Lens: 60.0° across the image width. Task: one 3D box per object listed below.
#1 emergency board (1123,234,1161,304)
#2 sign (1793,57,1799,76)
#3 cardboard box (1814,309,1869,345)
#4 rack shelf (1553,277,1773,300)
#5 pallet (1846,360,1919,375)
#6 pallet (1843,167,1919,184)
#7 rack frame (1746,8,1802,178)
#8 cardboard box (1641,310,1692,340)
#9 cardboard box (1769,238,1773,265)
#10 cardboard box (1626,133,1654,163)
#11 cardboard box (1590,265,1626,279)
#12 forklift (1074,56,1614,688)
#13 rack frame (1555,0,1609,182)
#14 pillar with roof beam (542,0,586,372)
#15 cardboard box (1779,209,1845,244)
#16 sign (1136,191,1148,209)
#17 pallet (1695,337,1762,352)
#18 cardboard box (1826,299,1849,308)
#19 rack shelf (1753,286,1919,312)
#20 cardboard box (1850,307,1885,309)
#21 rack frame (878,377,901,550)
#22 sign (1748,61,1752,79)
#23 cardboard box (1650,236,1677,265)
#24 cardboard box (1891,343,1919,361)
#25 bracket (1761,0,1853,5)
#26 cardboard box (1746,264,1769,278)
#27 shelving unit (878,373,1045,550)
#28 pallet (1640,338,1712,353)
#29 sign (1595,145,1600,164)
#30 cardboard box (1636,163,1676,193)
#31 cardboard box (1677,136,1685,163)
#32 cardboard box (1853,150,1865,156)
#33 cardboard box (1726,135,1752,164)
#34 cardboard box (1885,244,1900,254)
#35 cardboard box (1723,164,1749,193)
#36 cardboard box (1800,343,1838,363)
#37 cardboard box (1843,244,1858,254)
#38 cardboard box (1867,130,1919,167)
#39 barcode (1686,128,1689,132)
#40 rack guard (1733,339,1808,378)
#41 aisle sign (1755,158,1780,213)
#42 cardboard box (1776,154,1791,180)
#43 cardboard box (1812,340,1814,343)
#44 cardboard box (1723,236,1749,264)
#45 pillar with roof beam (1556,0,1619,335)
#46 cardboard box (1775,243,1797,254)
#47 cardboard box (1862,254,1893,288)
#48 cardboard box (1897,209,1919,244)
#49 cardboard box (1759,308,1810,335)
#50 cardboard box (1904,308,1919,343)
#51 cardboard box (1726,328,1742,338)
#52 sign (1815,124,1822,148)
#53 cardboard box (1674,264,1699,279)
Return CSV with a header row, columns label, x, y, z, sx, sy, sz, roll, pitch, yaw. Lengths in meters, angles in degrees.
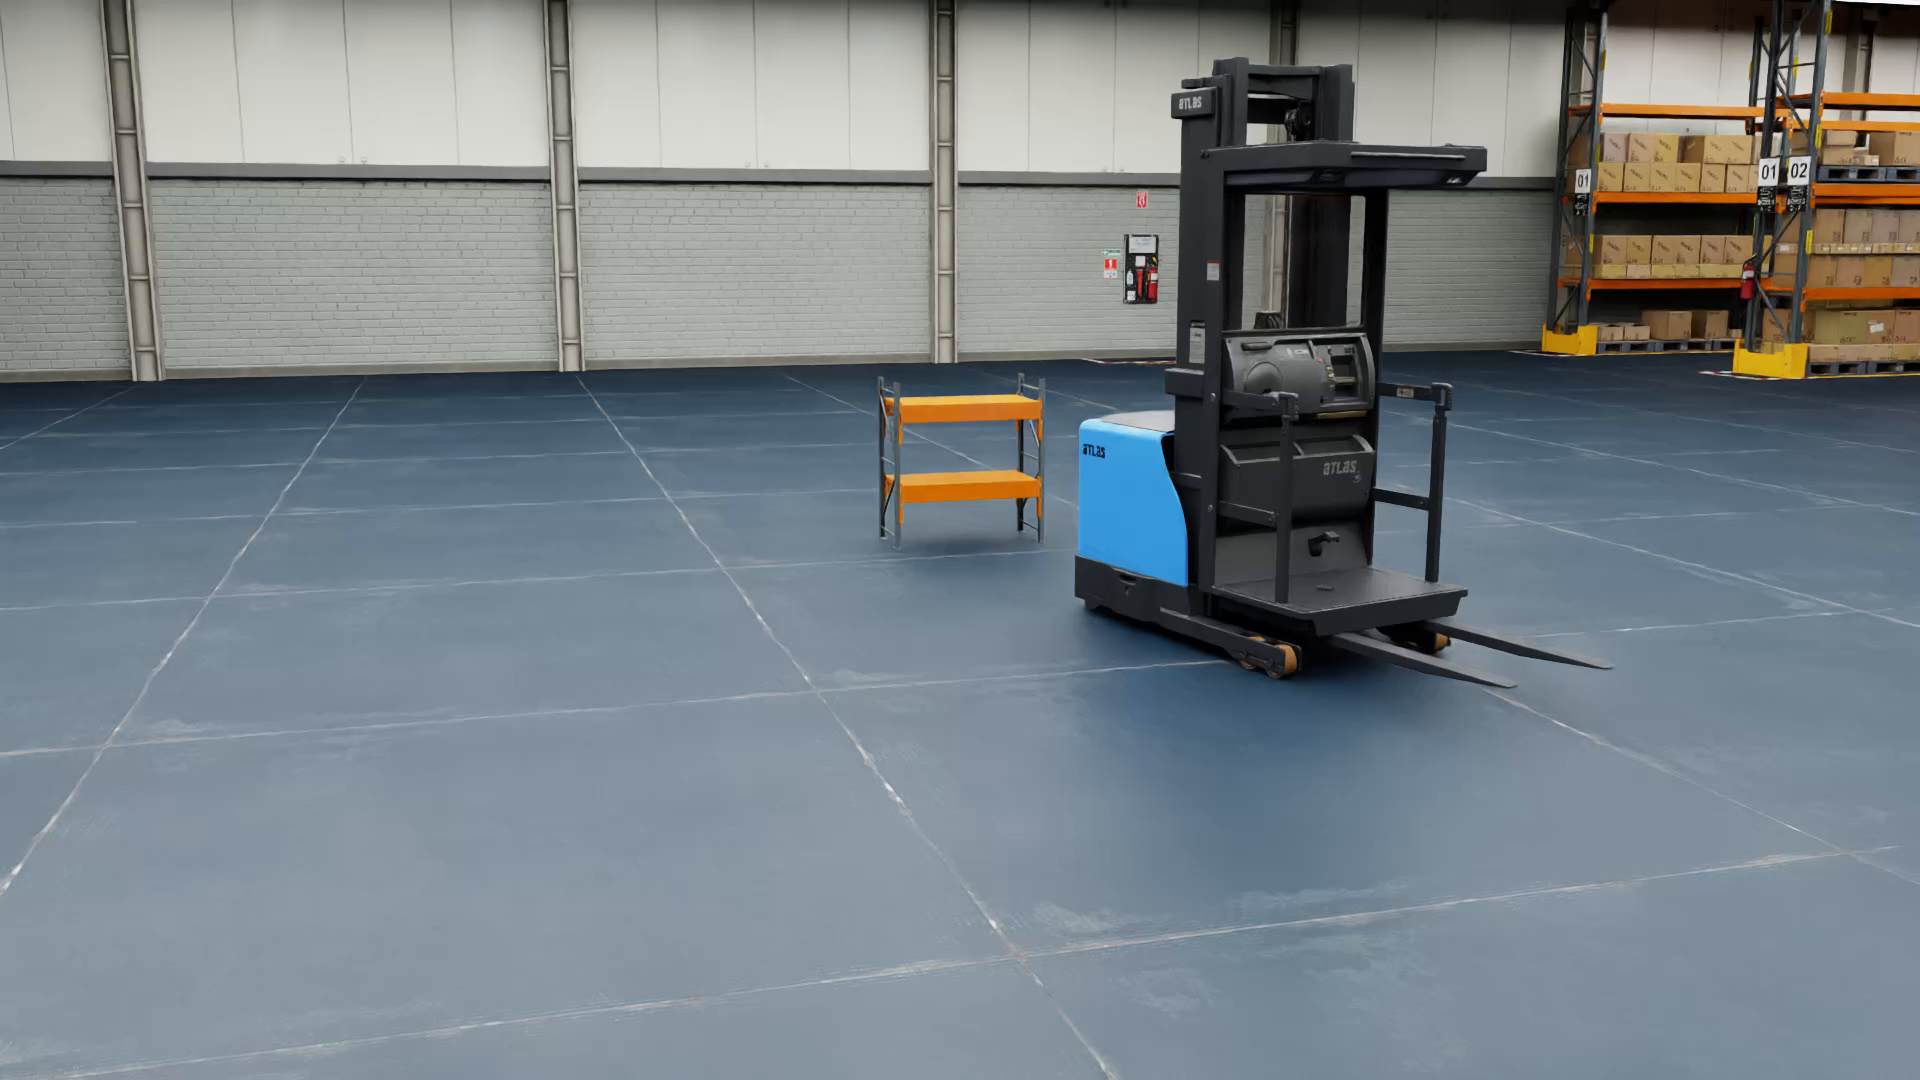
label,x,y,z,sx,sy,sz,roll,pitch,yaw
emergency board,3.111,-4.594,28.219,0.643,1.169,0.194,-3,11,-16
sign,14.799,-8.387,29.449,0.005,0.325,0.100,-3,11,-16
cardboard box,13.269,-3.207,25.045,0.500,0.500,0.500,-3,11,-16
rack shelf,12.745,-4.578,30.117,4.000,0.370,1.077,-3,11,-16
pallet,14.105,-2.706,25.659,1.213,0.211,1.003,-3,11,-16
pallet,14.073,-5.495,25.071,1.213,0.211,1.003,-3,11,-16
rack frame,14.665,-7.984,30.058,0.127,3.000,1.000,-3,11,-16
cardboard box,12.780,-3.894,30.105,0.500,0.500,0.700,-4,11,-20
cardboard box,15.163,-5.319,30.660,0.500,0.500,0.700,-3,11,-16
cardboard box,11.758,-6.851,29.096,0.500,0.500,0.500,-3,11,-17
cardboard box,11.382,-4.736,29.348,0.500,0.250,0.500,-3,11,-18
forklift,1.825,-0.873,8.194,1.130,2.935,3.031,-6,12,-30
rack frame,10.825,-7.781,28.959,0.127,3.000,1.000,-3,11,-16
pillar with roof beam,-4.824,-6.308,20.955,0.400,9.000,9.100,-3,11,-16
cardboard box,12.716,-4.681,24.830,0.500,0.500,0.700,-3,11,-16
sign,3.075,-5.751,28.101,0.199,0.298,0.001,-3,11,-16
pallet,14.030,-3.622,30.636,1.213,0.211,1.003,-3,11,-16
cardboard box,16.288,-4.479,31.209,0.500,0.250,0.500,-3,11,-18
rack shelf,14.133,-3.717,25.440,4.000,0.370,1.077,-3,11,-16
cardboard box,14.081,-3.350,25.822,0.500,0.500,0.500,-3,11,-16
rack frame,-0.482,-0.528,11.307,0.032,1.125,0.500,-3,11,-16
sign,14.505,-8.617,30.482,0.005,0.325,0.100,-3,11,-16
cardboard box,12.342,-5.156,29.556,0.500,0.500,0.500,-3,11,-18
cardboard box,14.231,-2.888,25.385,0.500,0.250,0.500,-3,11,-16
bracket,14.227,-9.827,30.129,4.783,0.066,0.076,-3,11,-16
cardboard box,14.295,-4.893,30.197,0.500,0.250,0.500,-3,11,-16
shelving unit,0.006,-0.554,11.446,1.048,1.125,0.538,-3,11,-16
pallet,12.857,-3.559,30.297,1.213,0.211,1.003,-3,11,-16
sign,10.977,-6.642,28.639,0.005,0.325,0.100,-3,11,-16
cardboard box,12.239,-6.386,29.336,0.500,0.500,0.500,-2,11,-13
cardboard box,12.651,-6.999,29.901,0.500,0.500,0.500,-3,11,-16
cardboard box,13.245,-5.751,25.082,0.500,0.250,0.500,-3,11,-16
cardboard box,13.734,-6.957,29.673,0.500,0.500,0.500,-2,11,-13
cardboard box,13.886,-4.386,25.018,0.250,0.149,0.380,-3,11,-17
cardboard box,13.760,-6.475,29.820,0.500,0.500,0.500,-4,11,-21
cardboard box,12.790,-2.813,24.974,0.500,0.250,0.500,-3,11,-16
cardboard box,13.142,-4.347,24.805,0.250,0.149,0.380,-3,11,-16
cardboard box,13.884,-5.806,24.693,0.500,0.500,0.500,-3,11,-16
barcode,13.211,-7.447,30.182,0.075,0.075,0.001,-3,11,-16
rack guard,12.190,-2.739,25.045,0.348,0.500,1.175,-3,11,-16
aisle sign,12.068,-5.296,24.849,0.004,0.787,0.394,-3,11,-16
cardboard box,15.213,-6.778,30.358,0.500,0.500,0.500,-1,11,-8
cardboard box,13.122,-2.930,25.612,0.500,0.250,0.500,-3,11,-16
cardboard box,13.820,-5.234,29.981,0.500,0.500,0.500,-3,11,-16
pillar with roof beam,12.458,-7.219,25.903,0.548,9.000,9.100,-3,11,-16
cardboard box,12.526,-4.390,25.043,0.250,0.149,0.380,-3,11,-17
cardboard box,13.646,-4.092,25.213,0.500,0.500,0.700,-3,11,-16
cardboard box,14.184,-4.760,25.257,0.500,0.500,0.700,-3,11,-16
cardboard box,15.367,-4.060,31.006,0.500,0.500,0.700,-3,11,-14
cardboard box,14.707,-3.285,25.467,0.500,0.500,0.500,-3,11,-16
cardboard box,14.160,-3.824,30.643,0.250,0.166,0.380,-5,11,-23
sign,12.362,-5.817,23.942,0.005,0.325,0.100,-3,11,-16
cardboard box,12.853,-4.815,29.776,0.500,0.250,0.500,-3,11,-15
